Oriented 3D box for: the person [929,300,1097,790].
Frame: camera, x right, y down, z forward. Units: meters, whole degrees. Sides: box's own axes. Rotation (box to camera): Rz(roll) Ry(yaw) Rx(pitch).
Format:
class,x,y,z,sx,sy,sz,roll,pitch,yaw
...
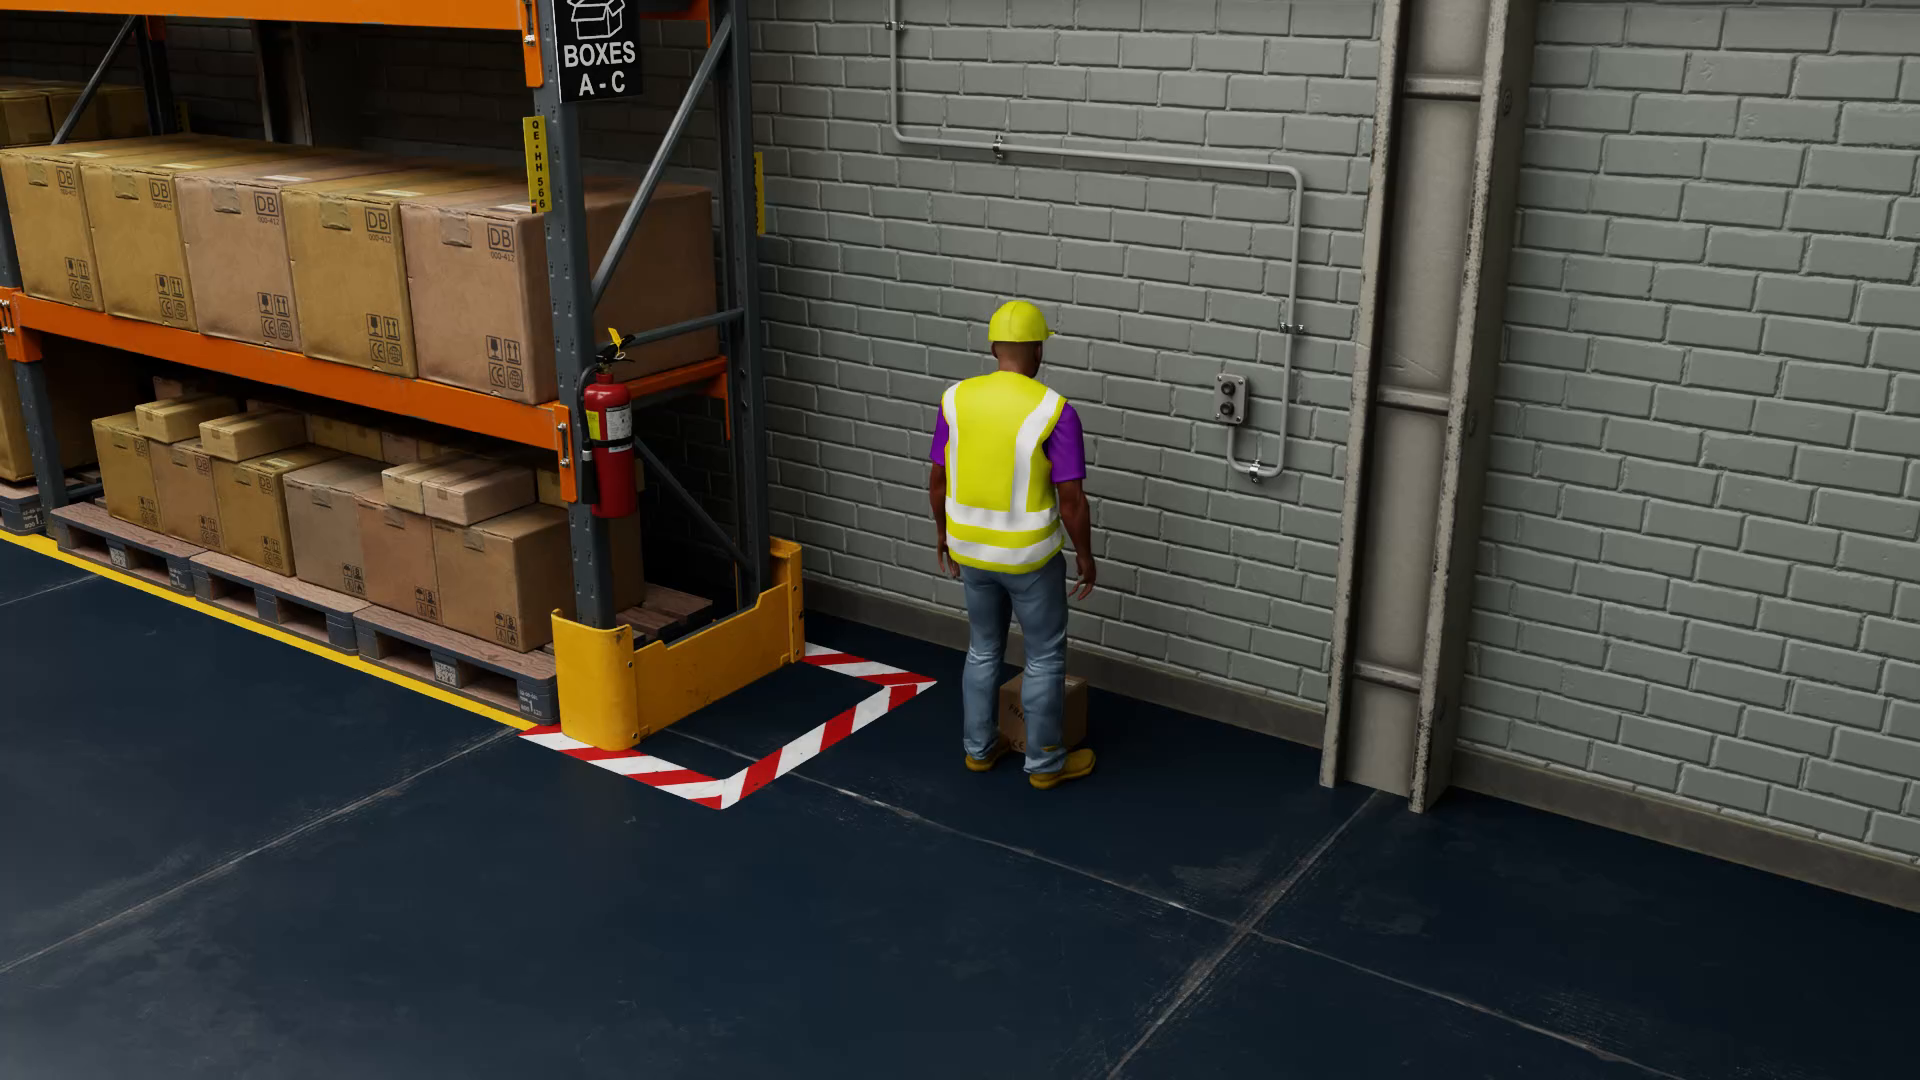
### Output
class,x,y,z,sx,sy,sz,roll,pitch,yaw
person,0.192,0.020,5.990,0.635,1.760,0.457,11,23,29
